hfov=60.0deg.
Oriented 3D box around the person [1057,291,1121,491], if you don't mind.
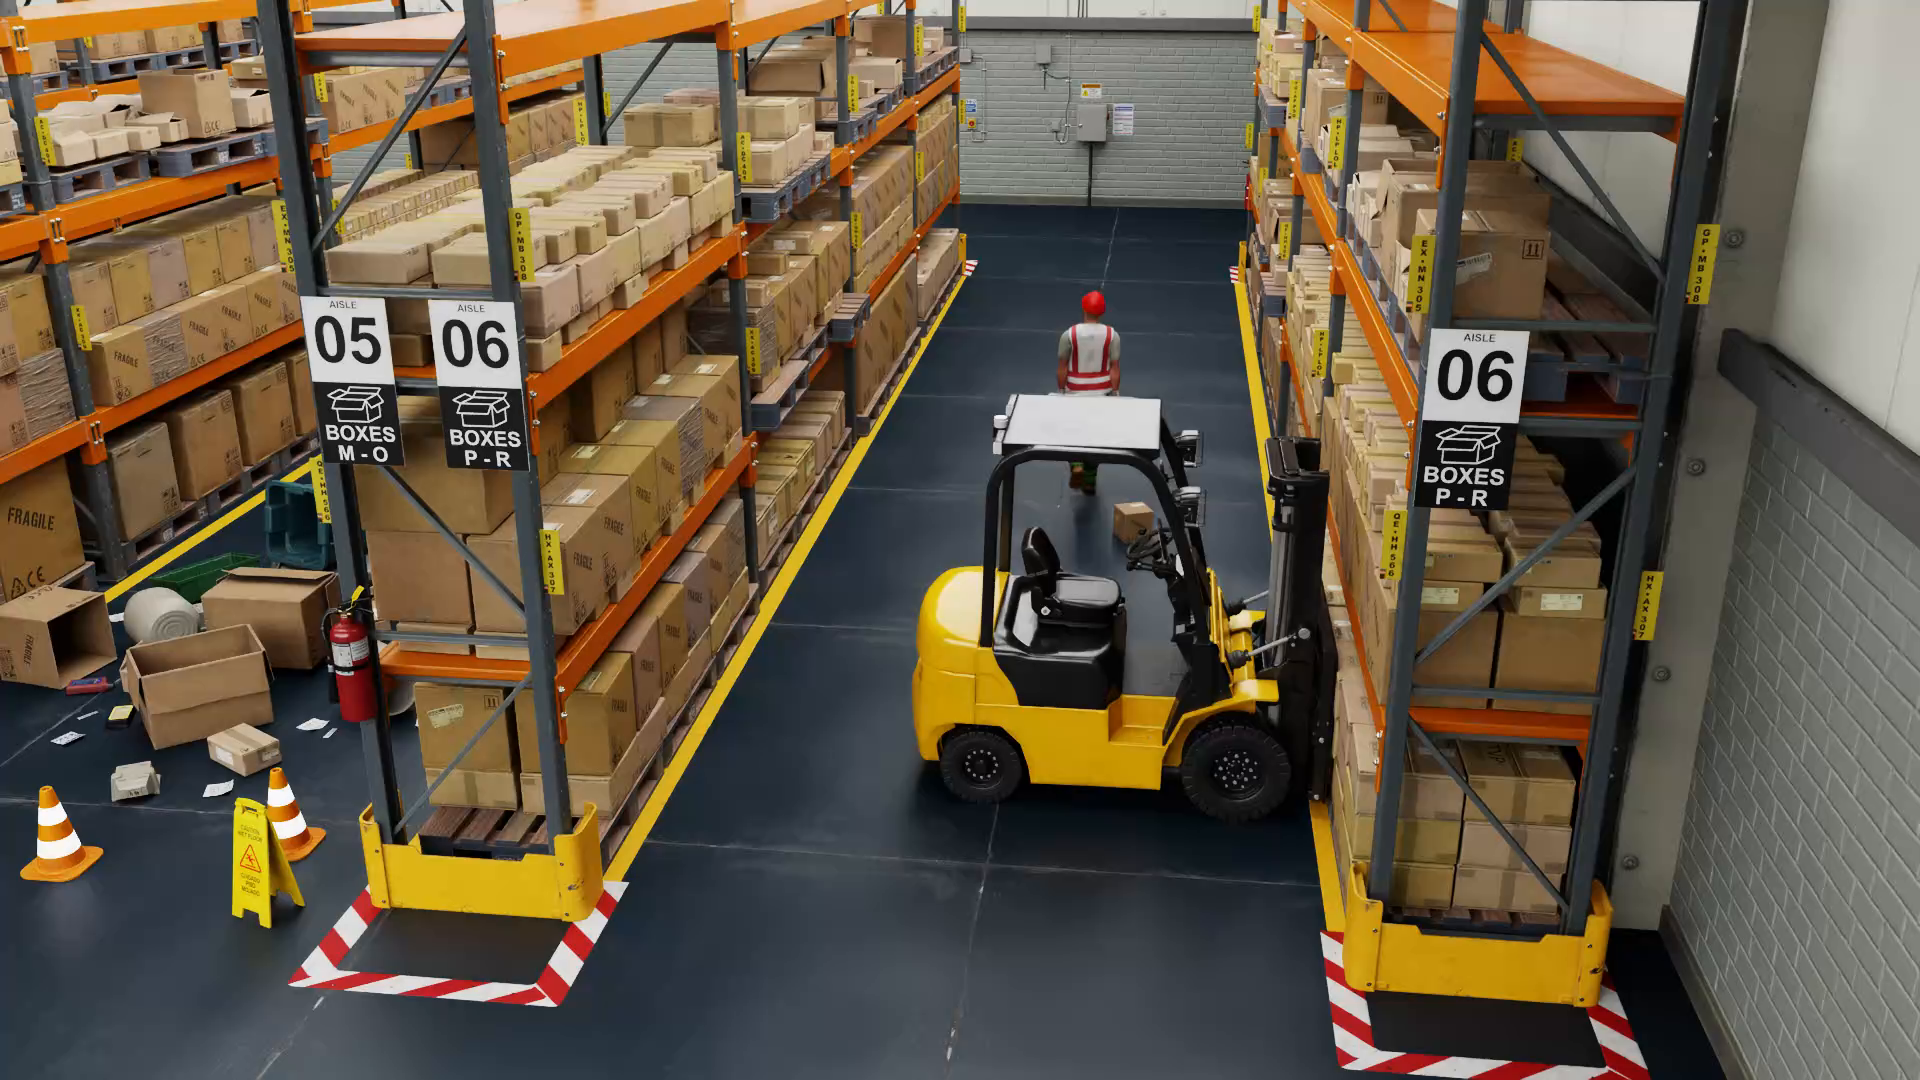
[{"bbox_3d":[1.109,-1.257,14.275,0.552,1.777,0.625,0,21,0],"label":"person"}]
